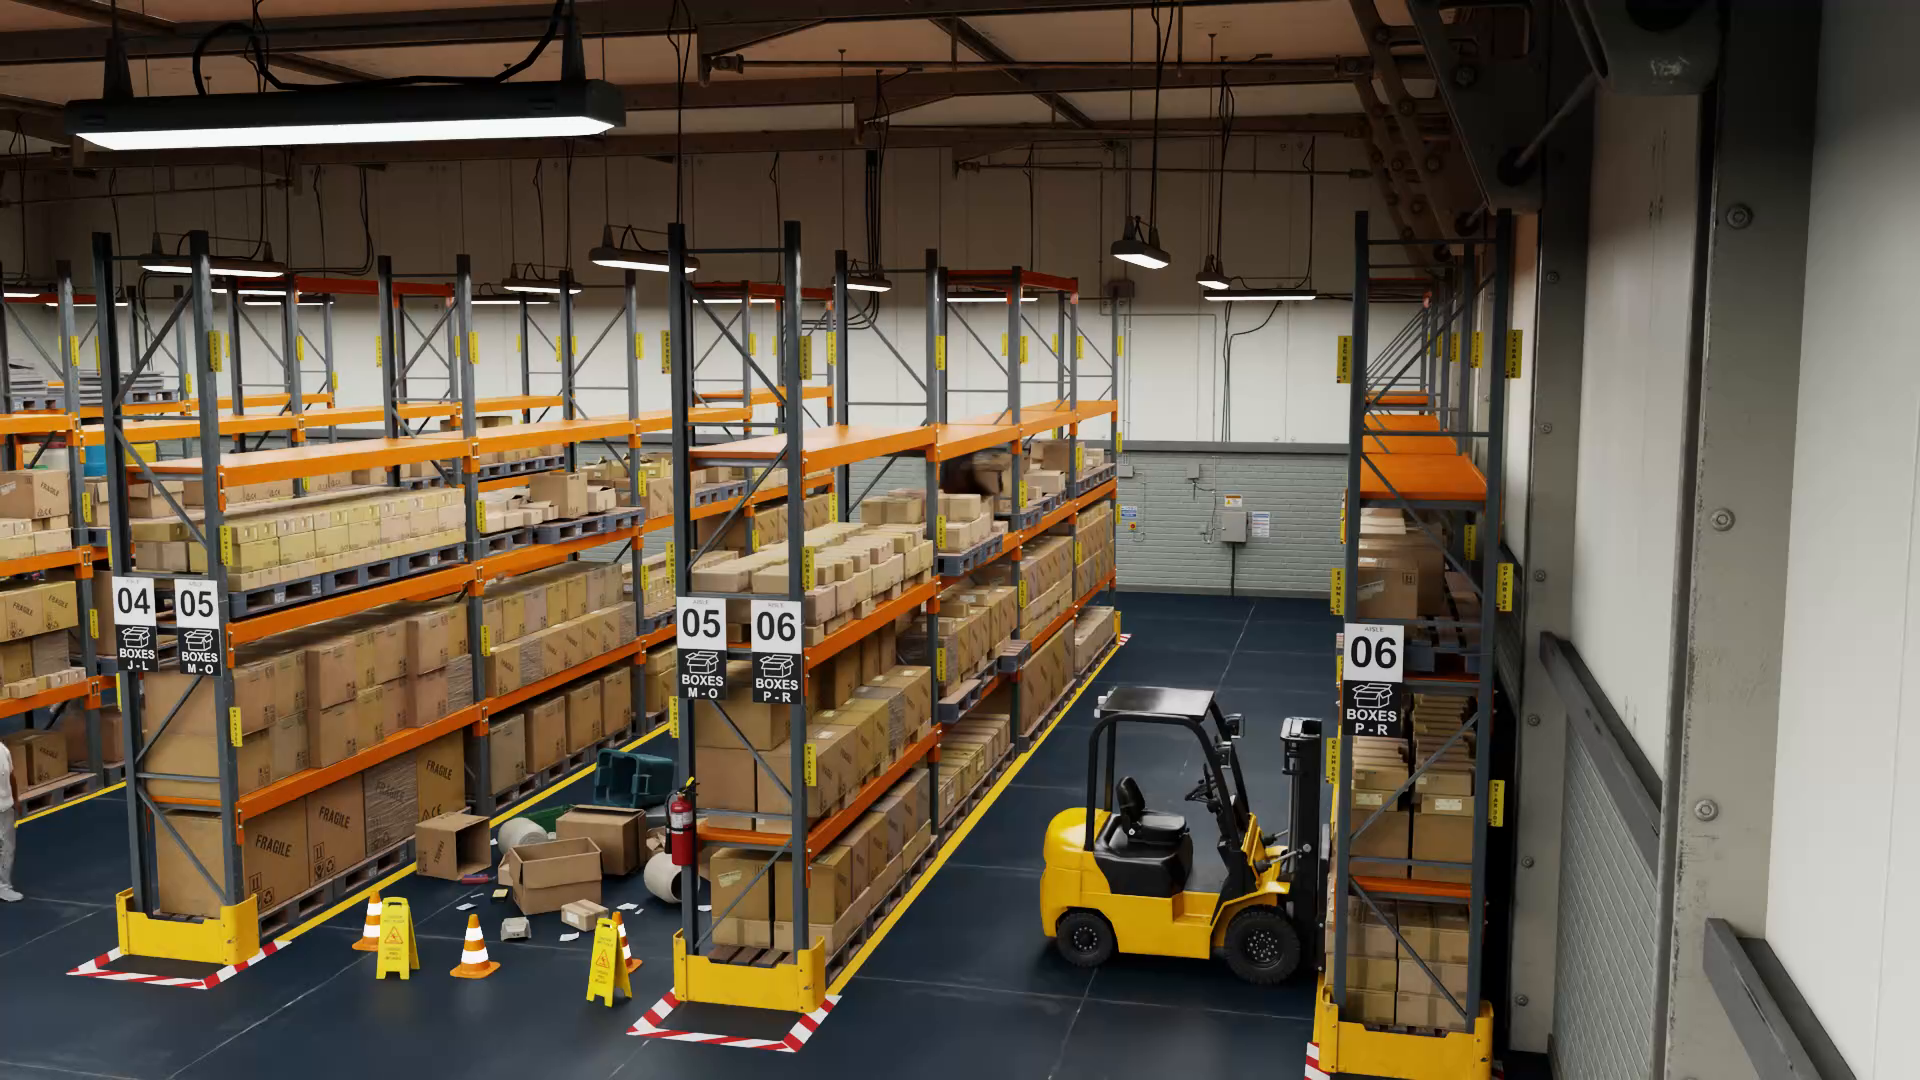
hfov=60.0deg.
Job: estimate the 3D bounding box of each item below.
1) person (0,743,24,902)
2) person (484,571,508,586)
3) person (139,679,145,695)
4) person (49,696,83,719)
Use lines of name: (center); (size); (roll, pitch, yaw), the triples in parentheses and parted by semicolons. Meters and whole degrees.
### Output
person: (-8.831, 2.462, 15.079); (0.409, 1.761, 0.716); (5, 9, 35)
person: (-7.040, 1.186, 25.603); (0.674, 1.726, 1.034); (1, 7, 12)
person: (-11.615, 1.443, 23.844); (0.506, 1.691, 0.521); (-7, 10, -44)
person: (-11.725, 1.657, 21.849); (0.597, 1.695, 0.596); (-2, 7, -13)
